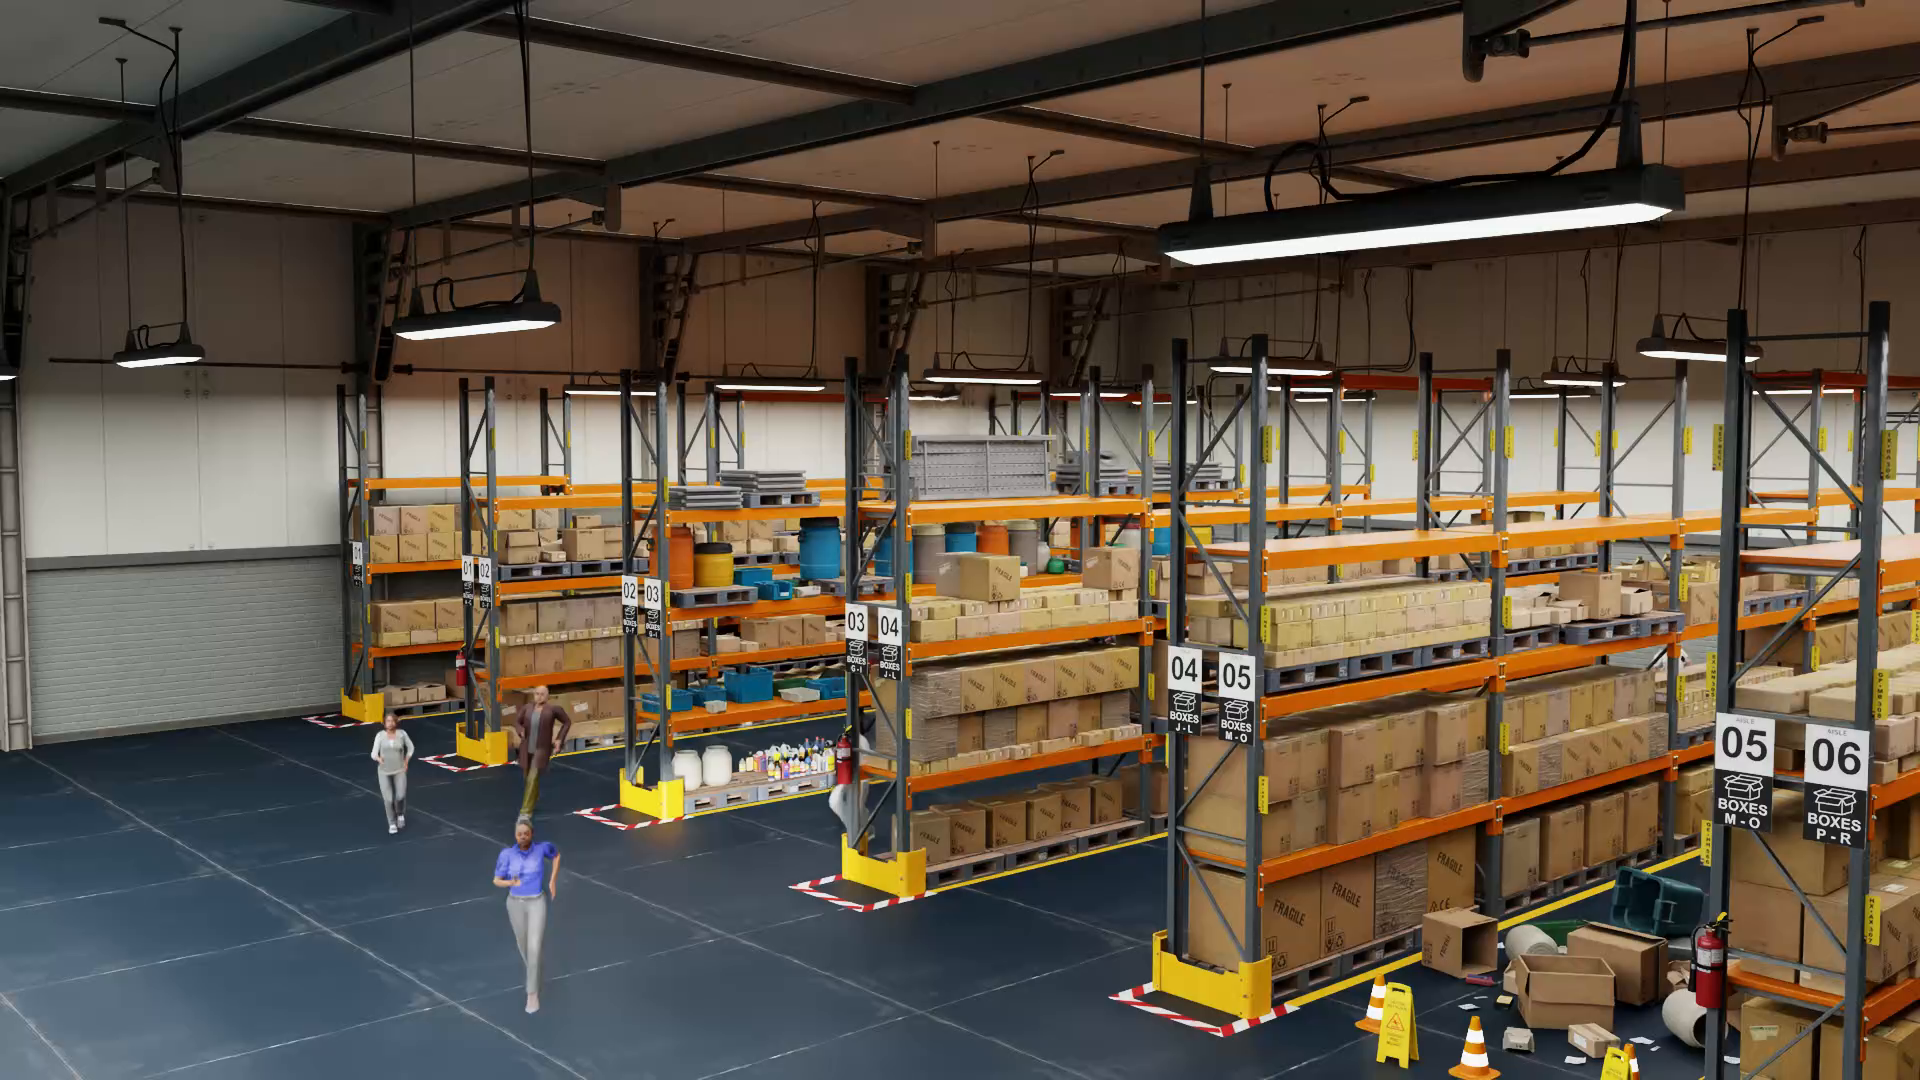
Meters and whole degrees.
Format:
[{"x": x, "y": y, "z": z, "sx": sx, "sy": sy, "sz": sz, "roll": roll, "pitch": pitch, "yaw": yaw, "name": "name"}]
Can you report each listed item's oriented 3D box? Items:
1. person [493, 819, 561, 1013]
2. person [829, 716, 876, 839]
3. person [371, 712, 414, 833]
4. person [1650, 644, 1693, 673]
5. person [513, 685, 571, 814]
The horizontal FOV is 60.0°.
[{"x": -3.924, "y": 3.365, "z": 15.105, "sx": 0.562, "sy": 1.731, "sz": 0.845, "roll": 0, "pitch": 4, "yaw": -6, "name": "person"}, {"x": -1.299, "y": 2.975, "z": 20.690, "sx": 0.659, "sy": 1.627, "sz": 0.560, "roll": -3, "pitch": 5, "yaw": -43, "name": "person"}, {"x": -7.243, "y": 2.991, "z": 21.239, "sx": 0.523, "sy": 1.546, "sz": 0.534, "roll": -1, "pitch": 4, "yaw": -18, "name": "person"}, {"x": 12.041, "y": 2.475, "z": 28.101, "sx": 0.721, "sy": 1.805, "sz": 0.767, "roll": 1, "pitch": 4, "yaw": 21, "name": "person"}, {"x": -5.575, "y": 2.859, "z": 22.137, "sx": 0.743, "sy": 1.486, "sz": 0.785, "roll": 1, "pitch": 4, "yaw": 10, "name": "person"}]
